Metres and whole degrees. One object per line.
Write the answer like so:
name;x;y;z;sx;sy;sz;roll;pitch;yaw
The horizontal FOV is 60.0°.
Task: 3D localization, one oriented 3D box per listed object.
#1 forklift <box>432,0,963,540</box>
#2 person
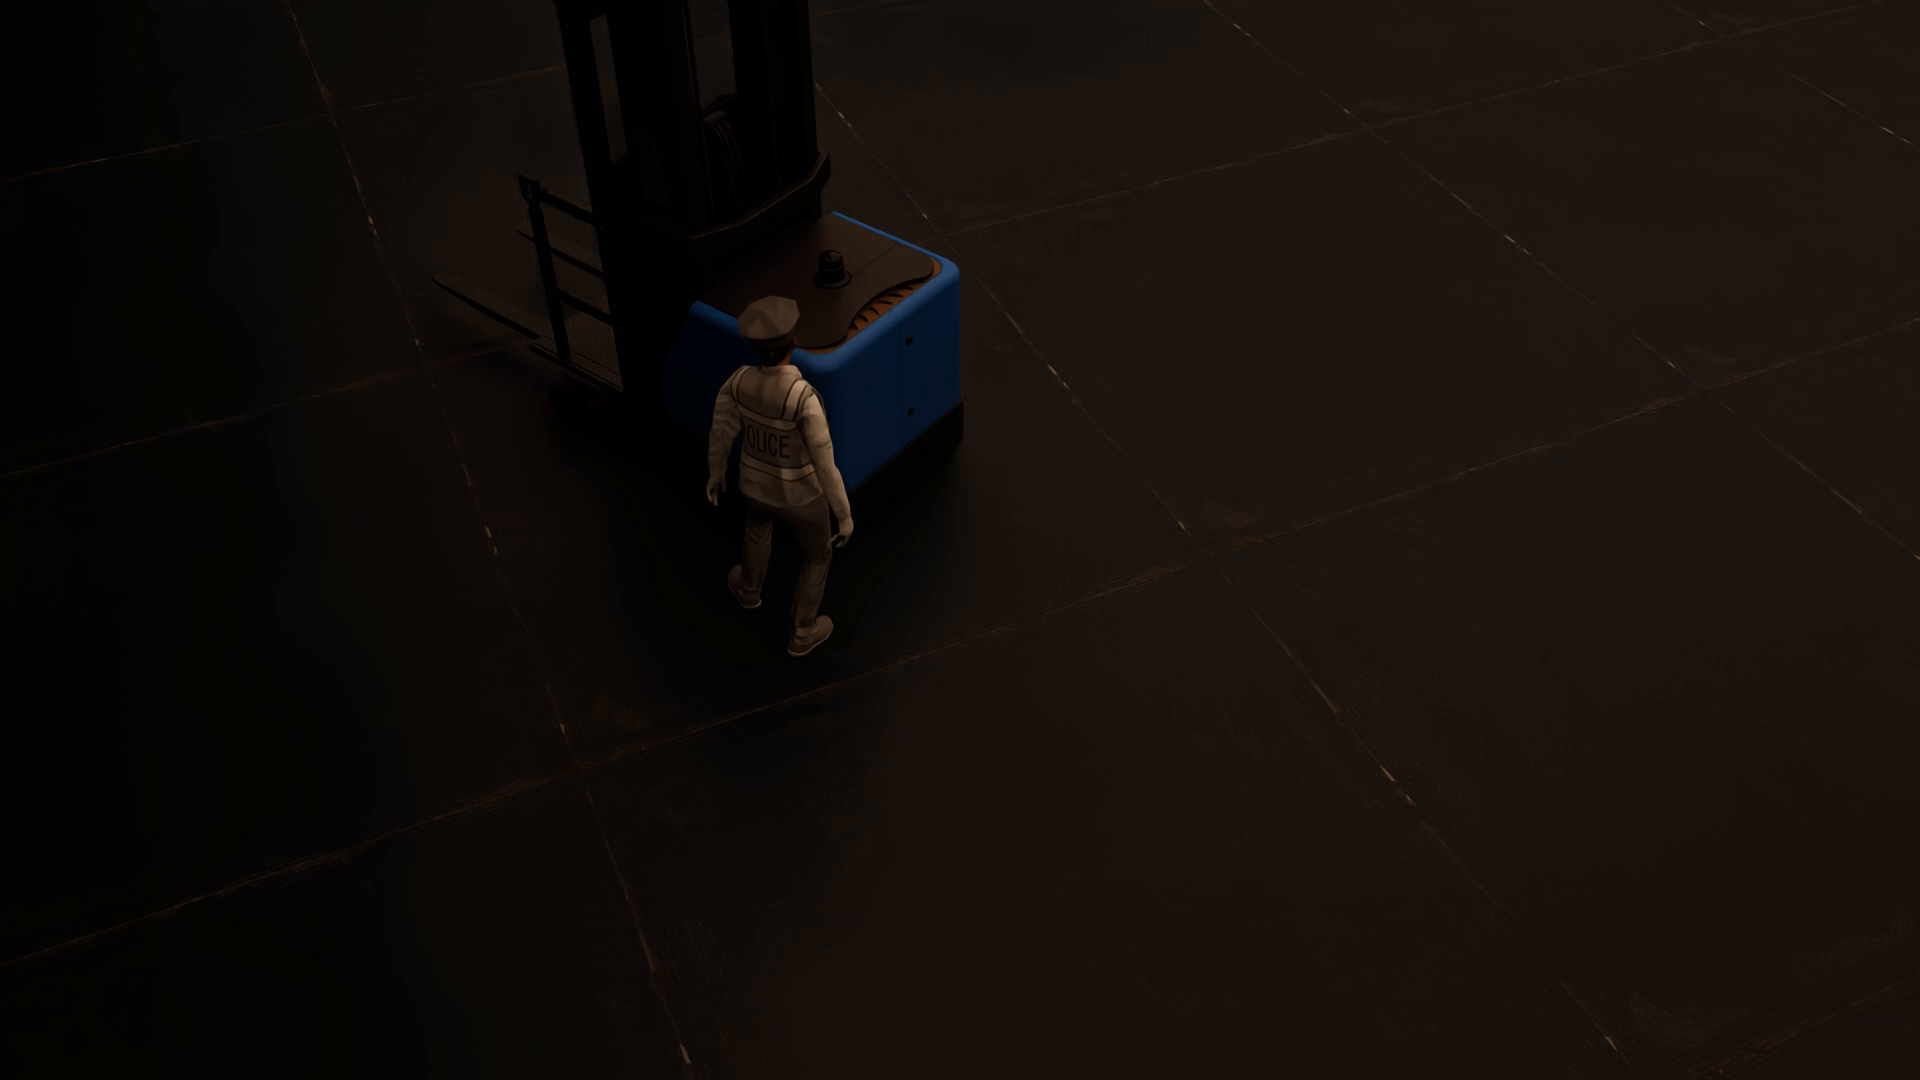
forklift;-1.464;-1.896;7.712;3.031;2.935;1.130;27;49;26
person;-0.750;-0.231;6.895;0.800;1.638;0.403;21;47;21
